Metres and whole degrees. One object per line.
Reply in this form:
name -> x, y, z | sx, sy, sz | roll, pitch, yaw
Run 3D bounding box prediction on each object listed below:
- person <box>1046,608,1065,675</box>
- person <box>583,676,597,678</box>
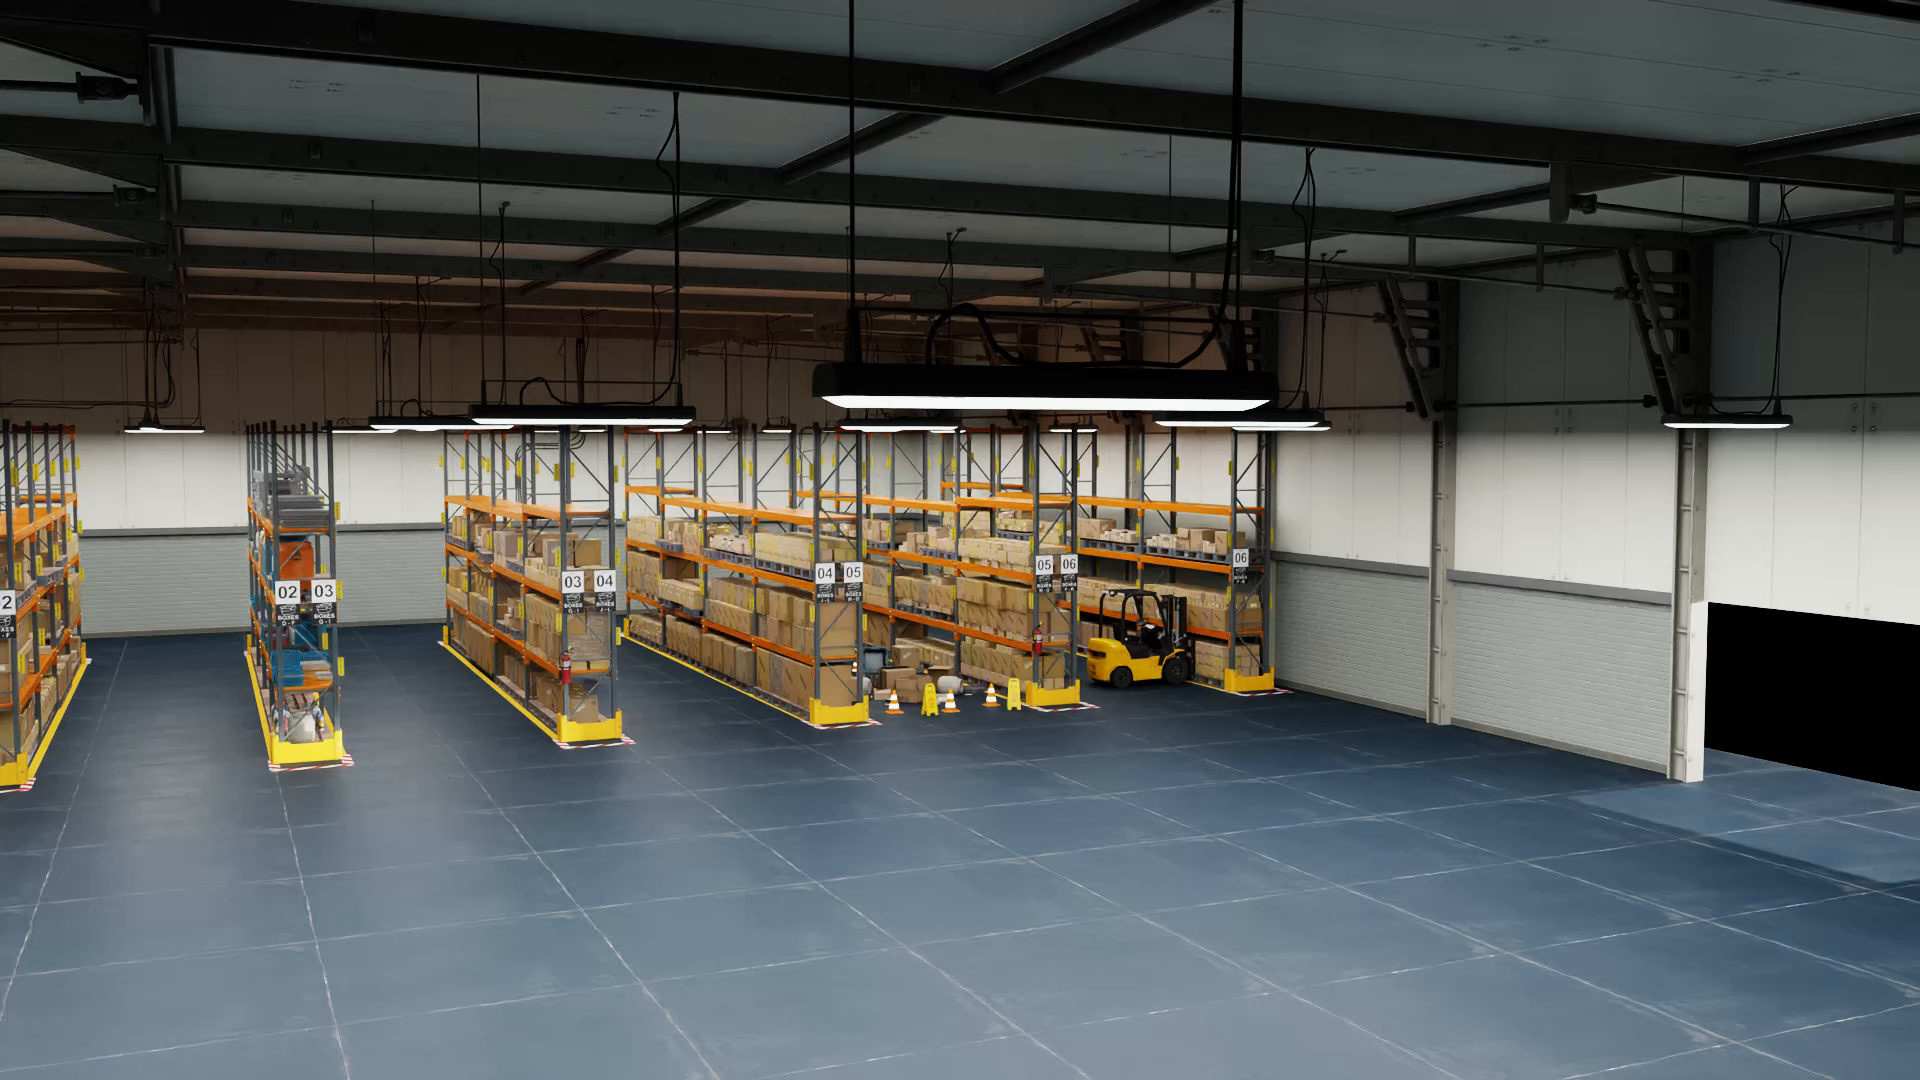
person -> 2.310, 2.412, 40.051 | 0.638, 1.626, 0.788 | -2, 4, -24
person -> -8.808, 2.438, 39.241 | 0.496, 1.676, 0.473 | 0, 4, 3
